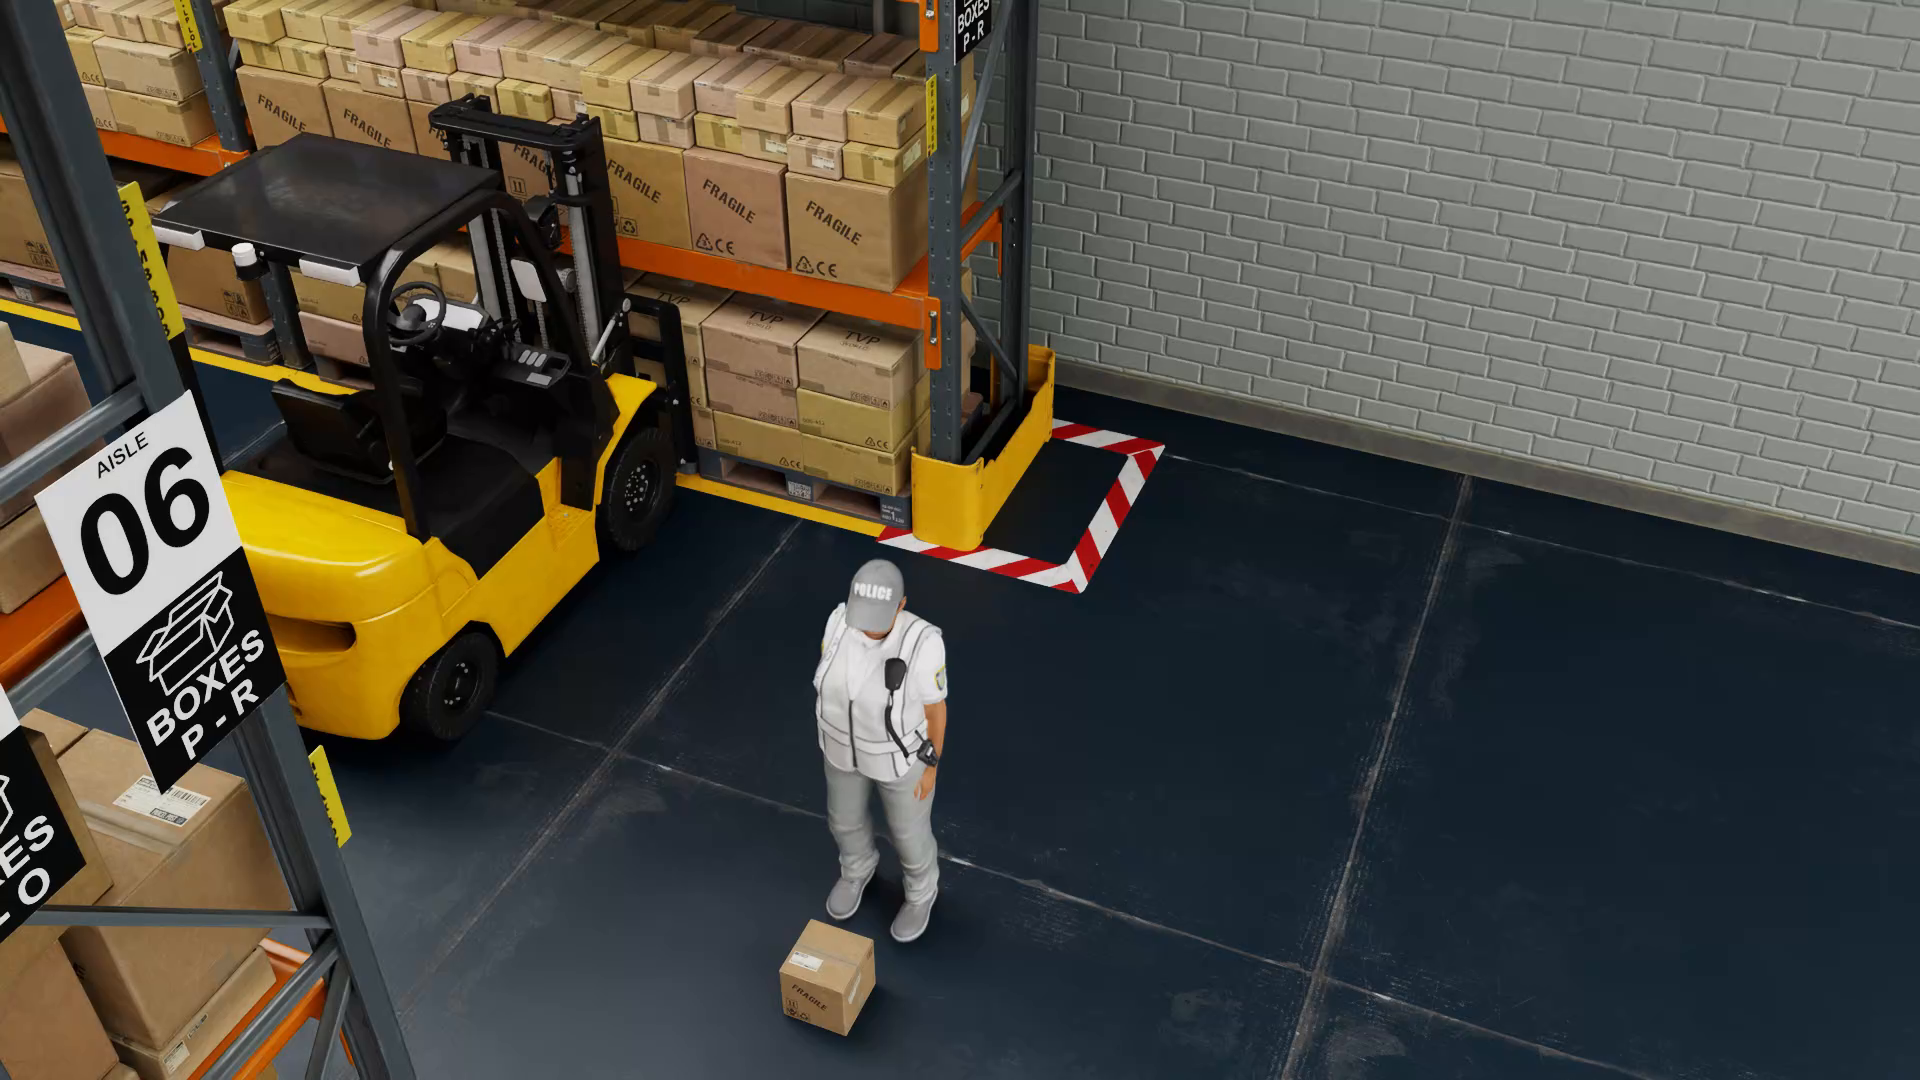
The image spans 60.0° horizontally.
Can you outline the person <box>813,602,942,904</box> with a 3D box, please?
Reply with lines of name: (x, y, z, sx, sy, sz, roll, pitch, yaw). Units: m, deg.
person: (-0.291, 0.801, 5.921, 0.425, 1.354, 0.380, 15, 40, 19)
